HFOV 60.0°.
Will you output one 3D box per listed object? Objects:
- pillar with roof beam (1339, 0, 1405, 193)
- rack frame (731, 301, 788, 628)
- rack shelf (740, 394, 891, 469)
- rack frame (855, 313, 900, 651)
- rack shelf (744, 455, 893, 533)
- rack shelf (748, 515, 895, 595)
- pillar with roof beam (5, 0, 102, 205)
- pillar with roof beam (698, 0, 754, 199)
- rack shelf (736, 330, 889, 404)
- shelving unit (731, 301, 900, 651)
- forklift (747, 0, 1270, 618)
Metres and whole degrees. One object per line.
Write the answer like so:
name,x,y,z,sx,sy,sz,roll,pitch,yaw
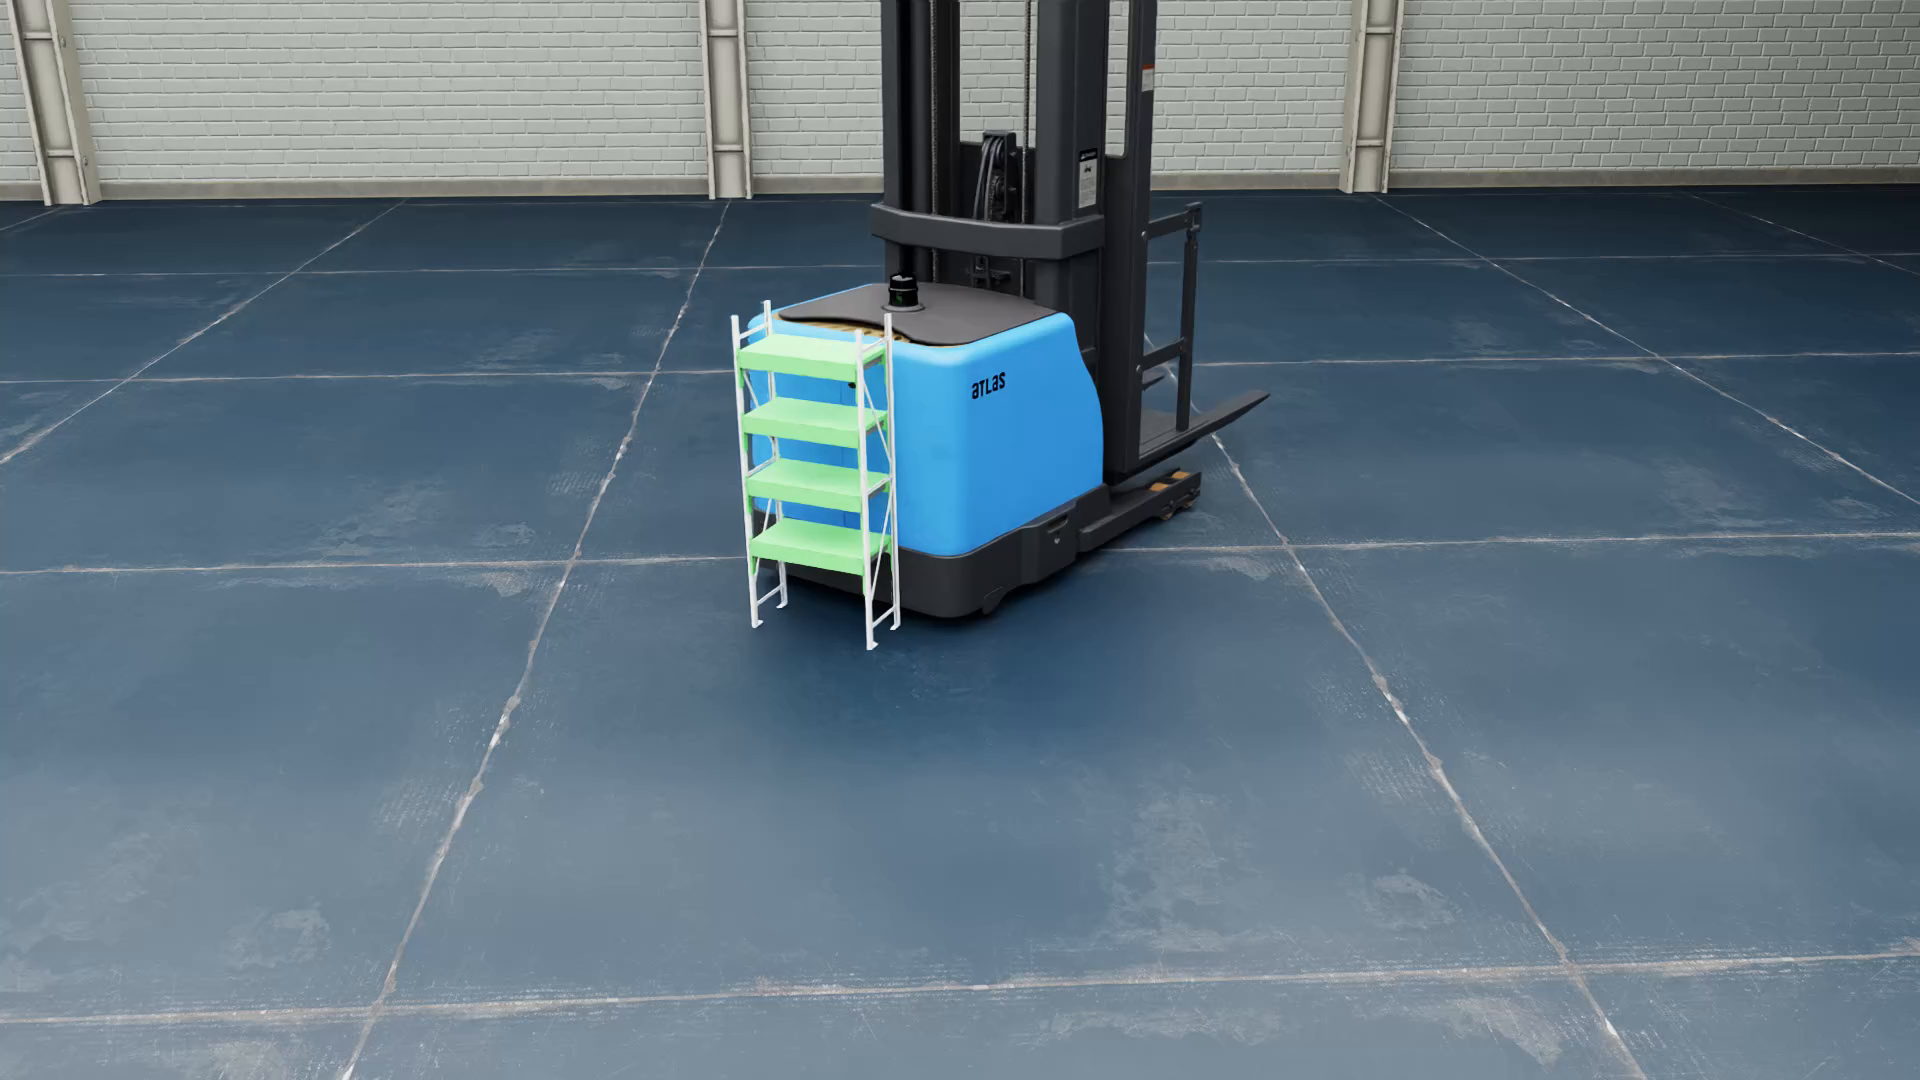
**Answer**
pillar with roof beam,4.096,-6.020,10.287,0.400,9.000,9.100,-1,21,-3
rack frame,-0.733,-0.266,6.122,0.015,1.200,0.240,9,24,23
rack shelf,-0.513,-0.393,5.960,0.480,0.148,0.258,9,24,23
rack frame,-0.289,-0.194,5.931,0.015,1.200,0.240,9,24,23
rack shelf,-0.510,-0.171,6.051,0.480,0.148,0.258,9,24,23
rack shelf,-0.507,0.051,6.143,0.480,0.148,0.258,9,24,23
pillar with roof beam,-7.884,-5.777,9.646,0.400,9.000,9.100,-1,21,-3
pillar with roof beam,-1.894,-5.898,9.966,0.400,9.000,9.100,-1,21,-3
rack shelf,-0.516,-0.614,5.868,0.480,0.148,0.258,9,24,23
shelving unit,-0.511,-0.230,6.027,0.503,1.200,0.258,9,24,23
forklift,0.433,-1.546,7.062,1.130,2.935,3.031,14,25,33
